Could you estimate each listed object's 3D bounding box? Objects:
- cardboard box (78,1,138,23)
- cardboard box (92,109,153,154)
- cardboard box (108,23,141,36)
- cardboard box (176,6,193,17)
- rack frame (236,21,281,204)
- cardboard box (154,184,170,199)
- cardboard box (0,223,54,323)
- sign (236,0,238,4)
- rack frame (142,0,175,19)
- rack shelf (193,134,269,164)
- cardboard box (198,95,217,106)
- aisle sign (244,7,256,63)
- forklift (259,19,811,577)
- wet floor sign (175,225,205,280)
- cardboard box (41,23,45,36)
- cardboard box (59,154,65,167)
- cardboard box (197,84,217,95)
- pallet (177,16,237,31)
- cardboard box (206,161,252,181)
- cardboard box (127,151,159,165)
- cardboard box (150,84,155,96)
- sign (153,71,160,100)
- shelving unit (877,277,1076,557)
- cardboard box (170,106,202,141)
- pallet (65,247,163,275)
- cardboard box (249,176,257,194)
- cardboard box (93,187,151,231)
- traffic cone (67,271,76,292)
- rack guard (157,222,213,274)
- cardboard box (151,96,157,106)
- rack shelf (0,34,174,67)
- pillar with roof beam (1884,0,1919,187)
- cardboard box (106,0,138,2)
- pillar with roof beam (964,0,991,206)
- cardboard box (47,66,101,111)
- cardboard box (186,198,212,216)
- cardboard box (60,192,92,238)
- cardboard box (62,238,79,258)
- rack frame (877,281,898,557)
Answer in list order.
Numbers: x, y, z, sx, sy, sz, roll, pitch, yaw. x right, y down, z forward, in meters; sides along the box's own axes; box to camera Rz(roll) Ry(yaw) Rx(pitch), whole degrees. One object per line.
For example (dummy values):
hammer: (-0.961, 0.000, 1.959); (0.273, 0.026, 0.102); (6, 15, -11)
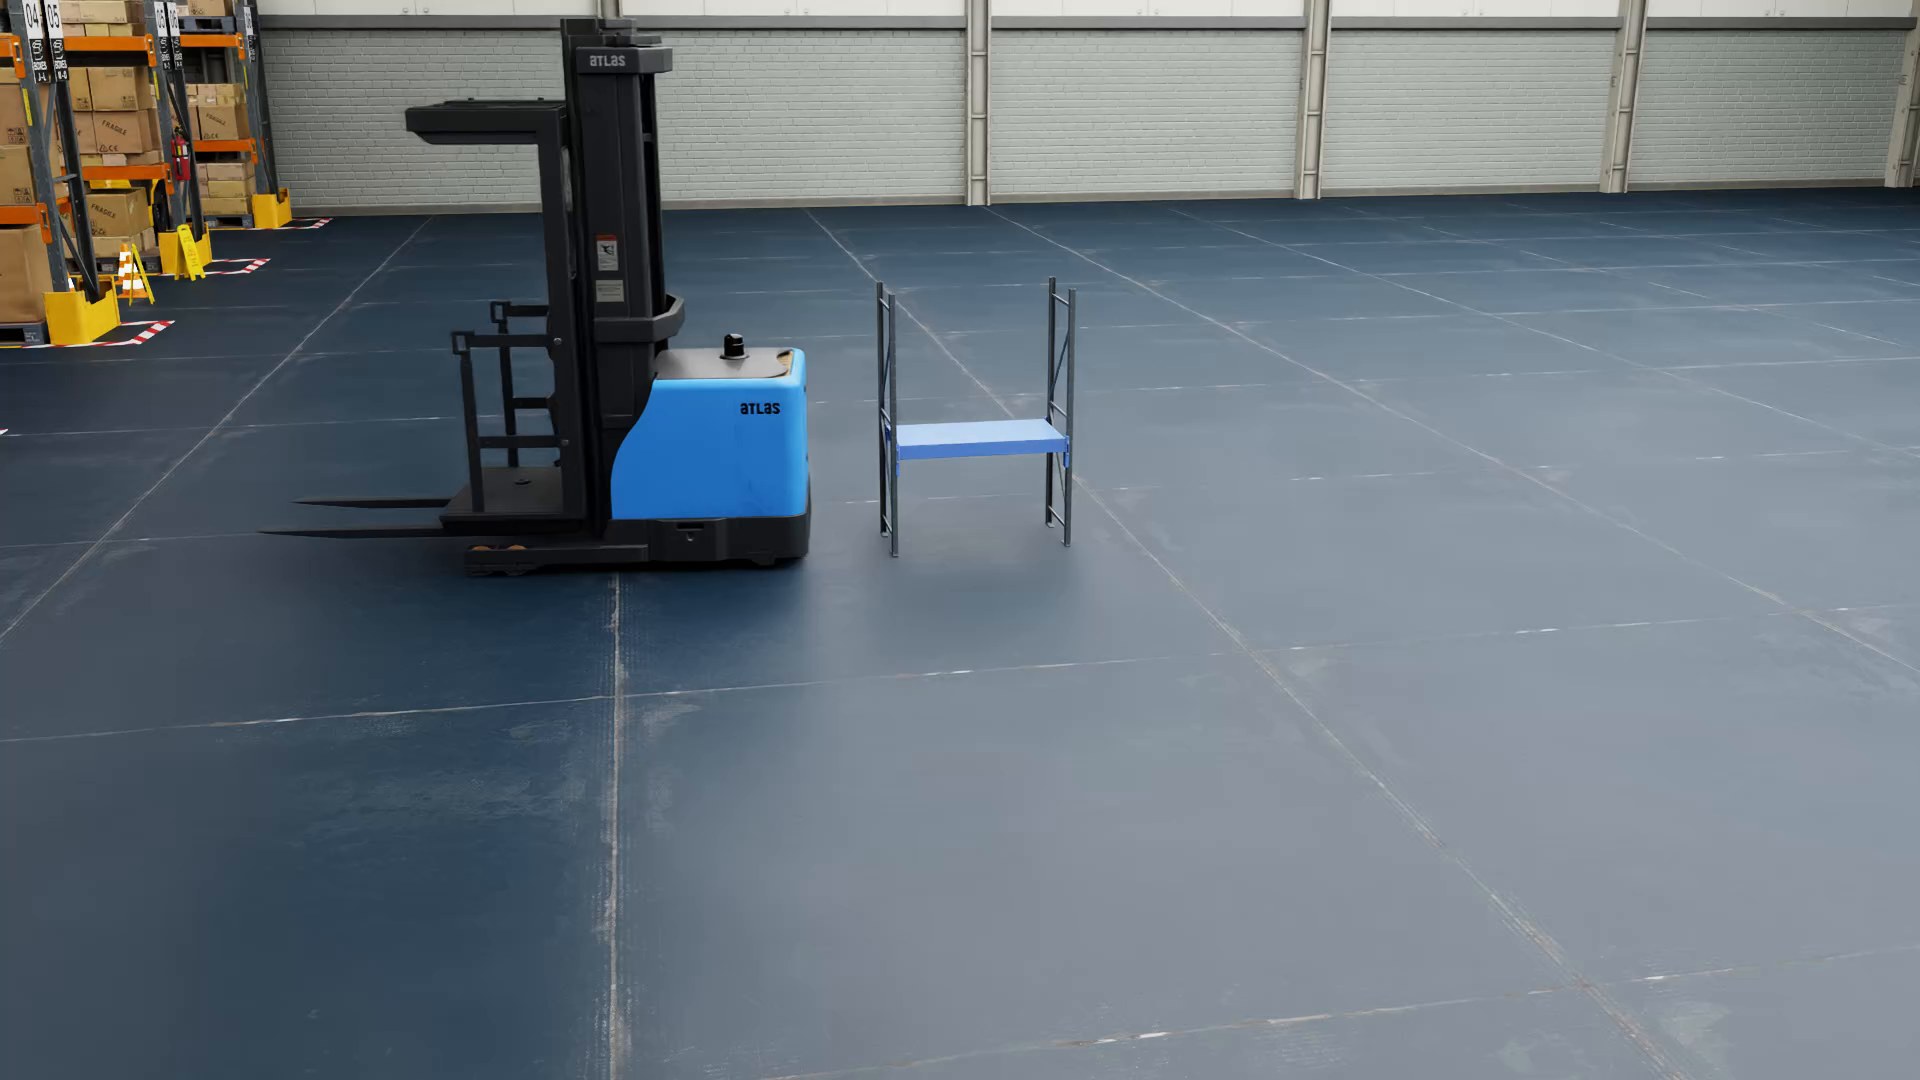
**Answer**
cardboard box: (-10.137, -6.283, 19.800); (0.500, 0.250, 0.500); (-3, 17, -11)
cardboard box: (-10.167, -4.965, 20.192); (0.500, 0.500, 0.500); (-4, 17, -11)
cardboard box: (-9.983, -6.098, 19.877); (0.250, 0.149, 0.380); (-3, 17, -10)
cardboard box: (-11.387, -7.744, 24.351); (0.250, 0.149, 0.380); (-4, 17, -12)
rack frame: (-10.631, -6.316, 25.266); (0.127, 3.000, 1.000); (-3, 17, -10)
cardboard box: (-12.047, -5.264, 24.959); (0.500, 0.250, 0.500); (-4, 17, -12)
cardboard box: (-9.301, -2.592, 16.045); (0.875, 0.875, 0.875); (-3, 17, -10)
sign: (-10.542, -7.978, 24.195); (0.005, 0.325, 0.100); (-3, 17, -10)
rack frame: (-9.686, -7.753, 19.727); (0.127, 3.000, 1.000); (-3, 17, -10)
rack shelf: (-12.595, -5.861, 25.009); (4.000, 0.370, 1.077); (-3, 17, -10)
cardboard box: (-11.164, -6.551, 24.756); (0.250, 0.149, 0.380); (-3, 17, -10)
aisle sign: (-10.511, -7.477, 24.620); (0.004, 0.787, 0.394); (-3, 17, -10)
forklift: (-2.393, -1.360, 9.248); (3.031, 2.935, 1.130); (-1, 17, -3)
wet floor sign: (-9.296, -3.462, 19.984); (0.232, 0.644, 0.267); (3, 17, 9)
cardboard box: (-10.750, -6.075, 19.801); (0.250, 0.149, 0.380); (-3, 17, -10)
cardboard box: (-10.743, -4.605, 20.125); (0.250, 0.149, 0.380); (-3, 17, -9)
cardboard box: (-11.179, -6.712, 24.776); (0.250, 0.149, 0.380); (-3, 17, -10)
pallet: (-11.330, -7.676, 24.734); (1.213, 0.211, 1.003); (-3, 17, -10)
cardboard box: (-11.024, -5.565, 25.085); (0.500, 0.250, 0.500); (-3, 17, -9)
cardboard box: (-10.013, -4.683, 20.376); (0.250, 0.149, 0.380); (-3, 17, -9)
cardboard box: (-11.924, -6.651, 24.576); (0.250, 0.149, 0.380); (-3, 17, -9)
sign: (-9.600, -5.429, 19.867); (0.005, 0.325, 0.100); (-3, 17, -10)
shelving unit: (0.084, -0.722, 9.607); (1.048, 1.500, 0.538); (-3, 17, -10)
cardboard box: (-11.576, -6.234, 24.830); (0.500, 0.500, 0.500); (-3, 17, -9)
pallet: (-10.565, -3.513, 20.889); (1.213, 0.211, 1.003); (-3, 17, -10)
cardboard box: (-11.132, -5.475, 25.644); (0.500, 0.250, 0.500); (-3, 17, -9)
cardboard box: (-10.554, -4.163, 20.948); (0.500, 0.500, 0.500); (-4, 17, -12)
traffic cone: (-9.439, -2.631, 17.589); (0.334, 0.463, 0.336); (-3, 17, -10)
rack guard: (-9.761, -3.686, 20.961); (0.348, 0.500, 1.175); (-3, 17, -10)
cardboard box: (-11.929, -6.515, 24.639); (0.250, 0.149, 0.380); (-4, 17, -12)
rack shelf: (-11.650, -5.864, 19.910); (4.000, 0.370, 1.077); (-3, 17, -10)
pillar with roof beam: (18.786, -9.835, 26.504); (0.400, 9.000, 9.100); (-3, 17, -10)
cardboard box: (-9.962, -6.476, 19.749); (0.250, 0.149, 0.380); (-3, 17, -10)
pillar with roof beam: (1.113, -8.832, 23.240); (0.400, 9.000, 9.100); (-3, 17, -10)
cardboard box: (-10.644, -5.436, 20.020); (0.500, 0.500, 0.700); (-3, 17, -10)
cardboard box: (-11.523, -5.060, 25.145); (0.500, 0.250, 0.500); (-3, 17, -10)
cardboard box: (-10.935, -3.980, 20.352); (0.500, 0.500, 0.500); (-3, 17, -8)
cardboard box: (-10.939, -3.622, 20.464); (0.500, 0.250, 0.500); (-3, 17, -10)
rack frame: (-0.415, -0.693, 9.515); (0.032, 1.500, 0.500); (-3, 17, -10)
